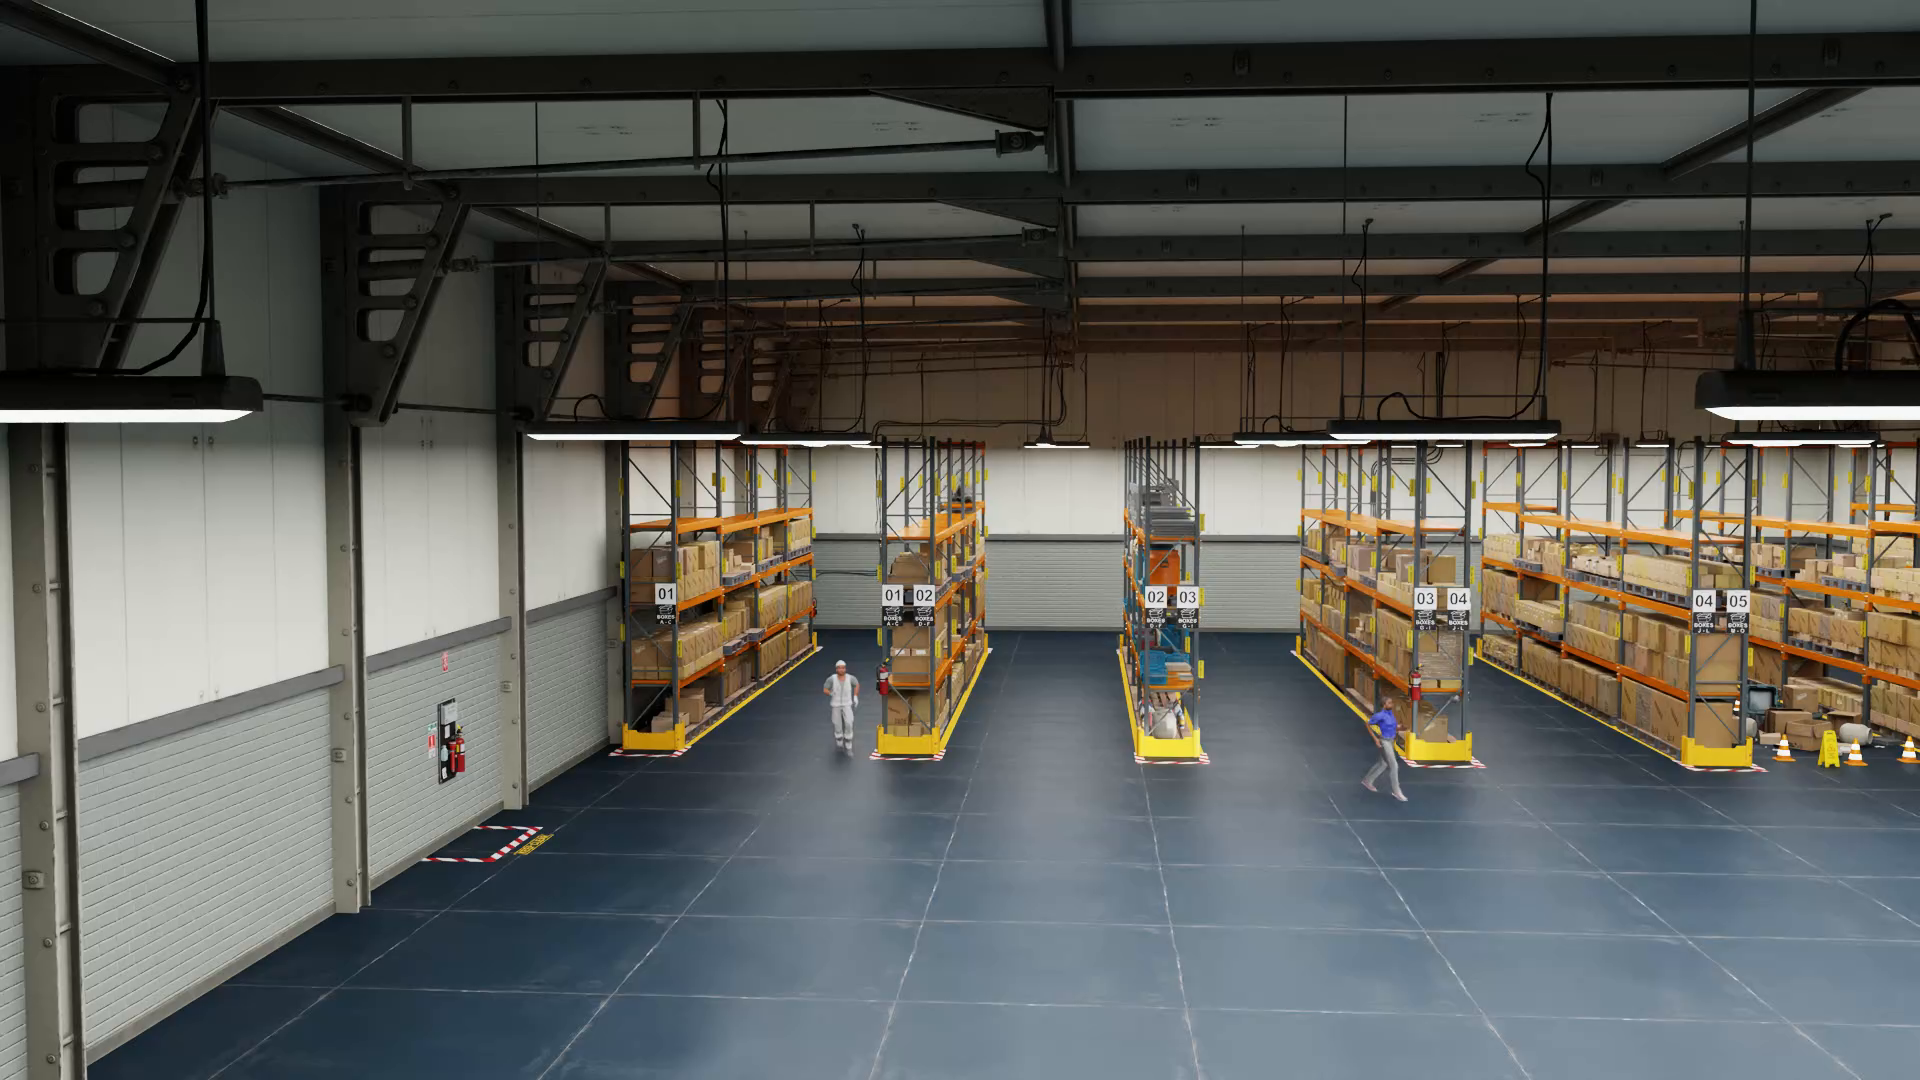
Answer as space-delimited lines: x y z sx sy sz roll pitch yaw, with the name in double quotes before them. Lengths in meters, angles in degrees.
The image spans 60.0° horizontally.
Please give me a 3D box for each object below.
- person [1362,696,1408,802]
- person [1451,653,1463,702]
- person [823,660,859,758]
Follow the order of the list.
"person" 7.019 3.421 27.422 0.848 1.672 0.563 2 4 37
"person" 11.344 2.907 38.279 0.556 1.571 0.657 0 3 -6
"person" -2.239 3.160 31.340 0.685 1.813 0.808 0 3 -5
